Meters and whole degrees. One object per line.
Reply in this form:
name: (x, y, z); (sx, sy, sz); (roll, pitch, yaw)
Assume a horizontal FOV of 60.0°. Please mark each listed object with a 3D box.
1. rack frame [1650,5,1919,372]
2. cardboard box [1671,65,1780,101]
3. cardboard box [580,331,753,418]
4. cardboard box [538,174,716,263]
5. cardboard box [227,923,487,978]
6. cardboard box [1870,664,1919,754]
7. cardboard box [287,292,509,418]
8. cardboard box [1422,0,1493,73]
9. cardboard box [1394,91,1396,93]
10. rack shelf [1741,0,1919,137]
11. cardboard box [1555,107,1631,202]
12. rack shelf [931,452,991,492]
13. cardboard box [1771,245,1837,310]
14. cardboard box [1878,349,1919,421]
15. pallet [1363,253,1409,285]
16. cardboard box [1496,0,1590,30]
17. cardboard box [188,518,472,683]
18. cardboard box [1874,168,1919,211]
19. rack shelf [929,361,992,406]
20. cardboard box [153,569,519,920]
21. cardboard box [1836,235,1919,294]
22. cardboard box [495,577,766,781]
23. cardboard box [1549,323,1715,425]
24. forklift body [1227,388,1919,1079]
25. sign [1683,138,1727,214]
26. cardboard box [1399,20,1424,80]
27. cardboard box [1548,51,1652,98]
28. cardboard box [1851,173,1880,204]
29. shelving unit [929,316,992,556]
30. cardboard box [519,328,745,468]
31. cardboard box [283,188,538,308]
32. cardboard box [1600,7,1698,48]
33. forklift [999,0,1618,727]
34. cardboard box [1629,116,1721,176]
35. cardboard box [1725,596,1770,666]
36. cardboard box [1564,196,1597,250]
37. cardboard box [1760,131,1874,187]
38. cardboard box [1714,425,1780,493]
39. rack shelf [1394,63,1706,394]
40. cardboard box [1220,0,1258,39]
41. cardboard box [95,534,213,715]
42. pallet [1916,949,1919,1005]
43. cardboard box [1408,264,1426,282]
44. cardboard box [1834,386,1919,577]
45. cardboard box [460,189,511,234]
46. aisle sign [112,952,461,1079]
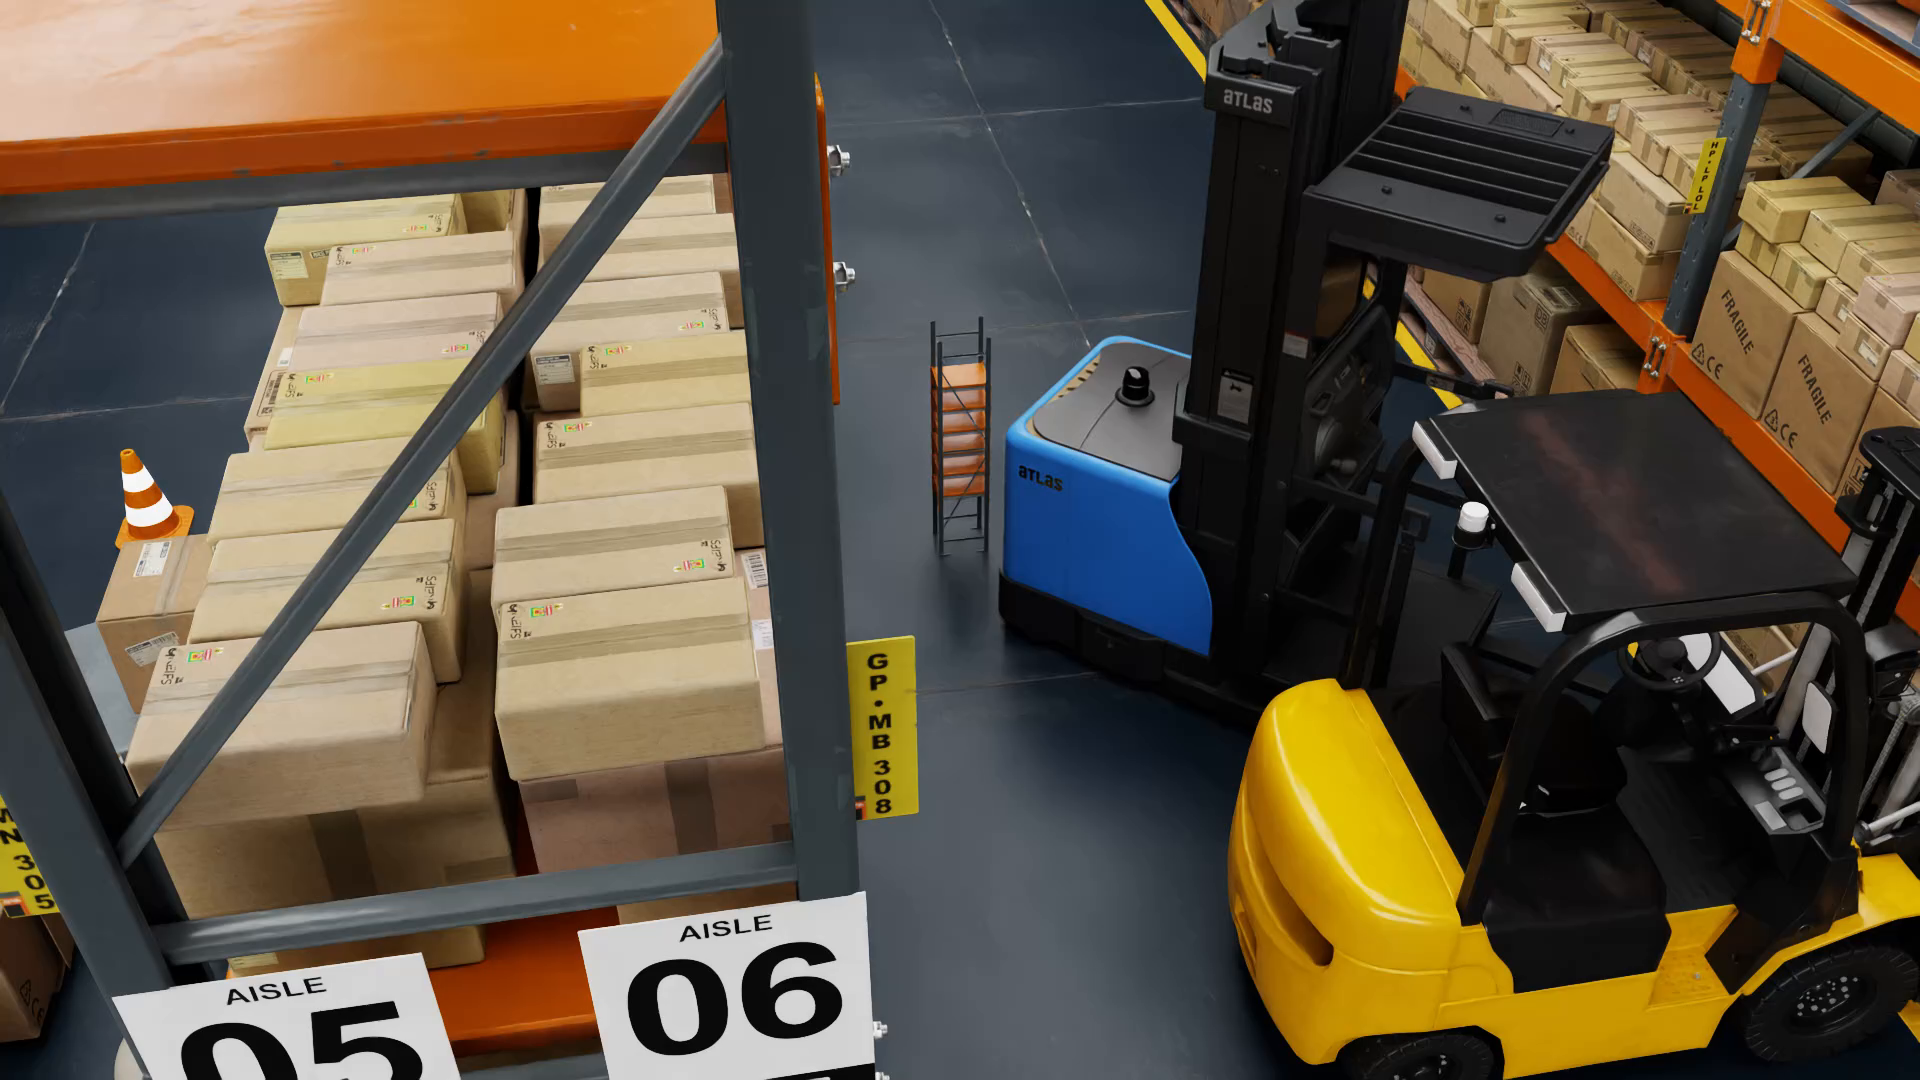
rack frame: (3.544, -1.107, 7.130); (1.000, 3.000, 0.127); (-6, 38, -8)
cardboard box: (3.590, -2.109, 7.809); (0.380, 0.149, 0.250); (-7, 38, -8)
cardboard box: (-0.516, -0.260, 3.149); (0.380, 0.149, 0.250); (-6, 38, -8)
cardboard box: (-0.739, -0.715, 3.734); (0.380, 0.149, 0.250); (-5, 38, -7)
cardboard box: (-0.979, 0.574, 2.726); (0.380, 0.149, 0.250); (-6, 38, -8)
cardboard box: (3.582, 0.671, 5.925); (0.500, 0.250, 0.500); (-7, 38, -9)
cardboard box: (-1.091, -0.347, 3.262); (0.380, 0.149, 0.250); (-6, 38, -8)
cardboard box: (2.840, -2.747, 8.955); (0.500, 0.250, 0.500); (-7, 38, -9)
cardboard box: (3.044, -2.987, 11.245); (0.500, 0.500, 0.500); (-5, 38, -6)
rack shelf: (3.894, -0.800, 4.876); (1.077, 0.370, 4.000); (-6, 38, -8)
cardboard box: (3.108, -1.825, 7.768); (0.500, 0.250, 0.500); (-7, 38, -9)
rack shelf: (0.003, -0.335, 7.871); (0.258, 0.103, 0.180); (-6, 38, -8)
cardboard box: (3.387, -1.026, 6.415); (0.380, 0.149, 0.250); (-5, 38, -7)
cardboard box: (3.475, -0.556, 5.810); (0.380, 0.149, 0.250); (-7, 38, -8)
pallet: (2.948, -1.921, 10.450); (1.003, 0.211, 1.213); (-6, 38, -8)
cardboard box: (2.986, -2.670, 8.531); (0.380, 0.149, 0.250); (-6, 38, -8)
cardboard box: (-0.999, 0.112, 2.670); (0.380, 0.149, 0.250); (-6, 38, -7)
cardboard box: (3.897, -1.360, 6.603); (0.380, 0.149, 0.250); (-6, 38, -8)
rack shelf: (0.003, -0.714, 7.577); (0.258, 0.103, 0.180); (-6, 38, -8)
cardboard box: (-0.996, 0.322, 2.725); (0.500, 0.250, 0.500); (-7, 38, -9)
cardboard box: (3.496, -0.995, 6.133); (0.380, 0.149, 0.250); (-7, 38, -9)
cardboard box: (-0.503, 0.208, 2.547); (0.380, 0.149, 0.250); (-6, 38, -8)
cardboard box: (3.441, -0.649, 8.134); (0.875, 0.625, 0.625); (-5, 38, -6)
forklift body: (2.116, 0.695, 5.502); (2.313, 2.155, 1.214); (-6, 38, -8)
sign: (3.011, -1.469, 6.717); (0.100, 0.325, 0.005); (-6, 38, -8)
cardboard box: (2.763, -2.865, 9.516); (0.500, 0.250, 0.500); (-7, 38, -9)
cardboard box: (3.050, -2.202, 7.930); (0.380, 0.149, 0.250); (-7, 38, -9)
cardboard box: (3.707, -1.580, 7.453); (0.500, 0.250, 0.500); (-7, 38, -9)
shelving unit: (0.003, -0.465, 7.771); (0.258, 1.200, 0.189); (-6, 38, -8)
cardboard box: (-0.661, -0.345, 3.584); (0.500, 0.250, 0.500); (-5, 38, -7)
cardboard box: (-1.270, -0.600, 3.912); (0.500, 0.250, 0.500); (-6, 38, -8)
cardboard box: (3.472, -2.564, 8.395); (0.380, 0.149, 0.250); (-6, 38, -8)
forklift: (1.699, -0.540, 6.456); (3.031, 2.935, 1.130); (21, 42, 25)
cardboard box: (3.202, -1.739, 7.334); (0.380, 0.149, 0.250); (-7, 38, -9)
cardboard box: (3.415, 0.245, 6.881); (0.500, 0.250, 0.500); (-6, 38, -8)
cardboard box: (3.104, -1.627, 7.922); (0.500, 0.250, 0.500); (-6, 38, -8)
cardboard box: (3.693, -1.638, 7.203); (0.380, 0.149, 0.250); (-7, 38, -9)
cardboard box: (3.319, -0.256, 7.119); (0.500, 0.250, 0.500); (-7, 38, -9)
rack shelf: (3.193, -2.031, 8.906); (1.077, 0.370, 4.000); (-6, 38, -8)
cardboard box: (2.275, -3.865, 12.375); (0.500, 0.500, 0.500); (-8, 38, -10)
cardboard box: (-3.090, 0.326, 6.705); (0.500, 0.500, 0.500); (-6, 38, -8)
pallet: (3.859, 1.217, 6.411); (1.003, 0.211, 1.213); (-6, 38, -8)
cardboard box: (3.060, -1.979, 9.846); (0.875, 0.625, 0.625); (-5, 38, -6)
cardboard box: (3.562, -0.232, 5.922); (0.500, 0.500, 0.500); (-7, 38, -8)
cardboard box: (-1.255, -0.816, 3.865); (0.380, 0.149, 0.250); (-6, 38, -7)
aisle sign: (-0.916, 0.887, 2.444); (0.394, 0.787, 0.004); (-6, 38, -8)
